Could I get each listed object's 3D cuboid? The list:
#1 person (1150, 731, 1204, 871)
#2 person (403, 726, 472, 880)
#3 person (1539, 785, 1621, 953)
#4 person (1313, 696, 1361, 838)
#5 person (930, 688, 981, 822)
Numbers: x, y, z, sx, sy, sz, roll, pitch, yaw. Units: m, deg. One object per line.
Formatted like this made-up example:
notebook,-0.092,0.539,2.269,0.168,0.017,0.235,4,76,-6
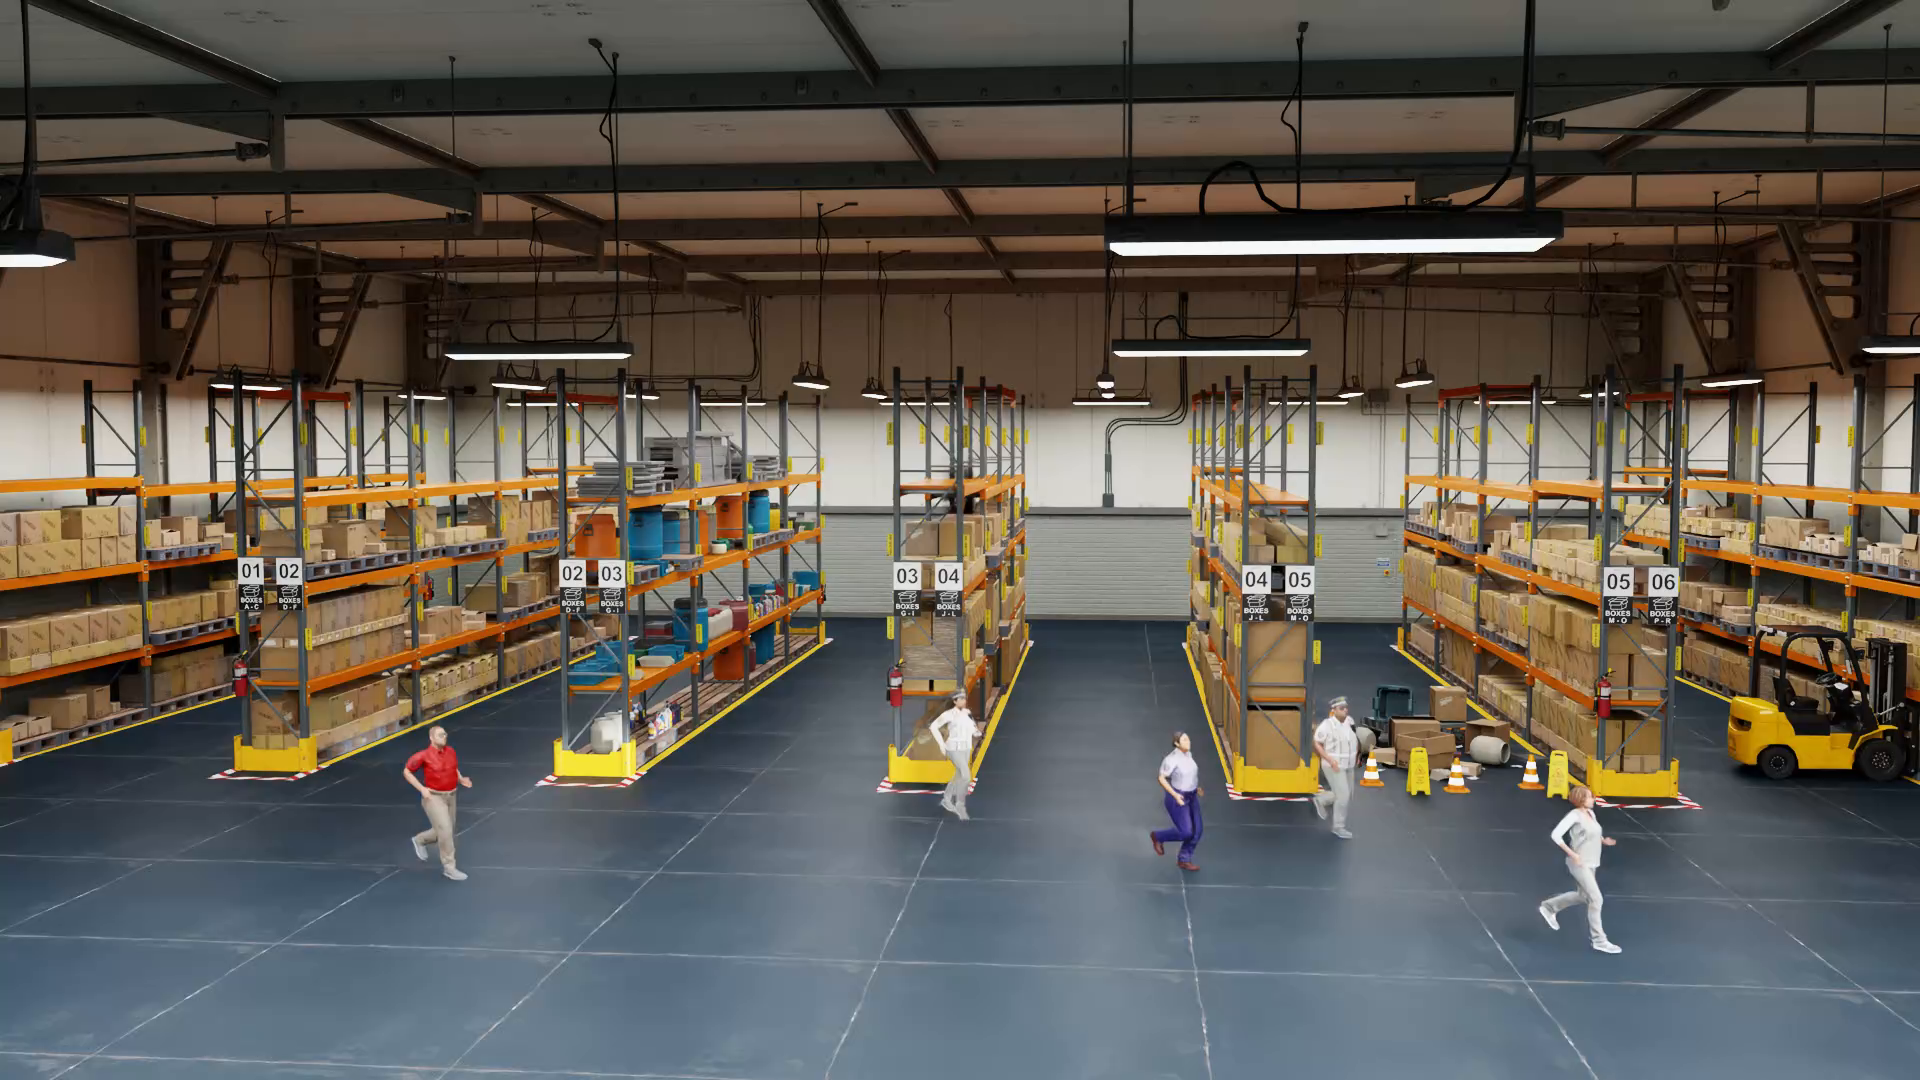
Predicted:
person,2.531,3.012,19.313,0.586,1.608,0.613,3,5,41
person,-5.972,2.981,18.975,0.902,1.731,0.663,2,4,27
person,6.076,3.187,16.284,0.853,1.575,0.545,3,5,43
person,4.720,2.827,21.009,0.663,1.781,0.729,-2,4,-32
person,-0.014,2.805,21.811,0.733,1.749,0.580,3,5,40
